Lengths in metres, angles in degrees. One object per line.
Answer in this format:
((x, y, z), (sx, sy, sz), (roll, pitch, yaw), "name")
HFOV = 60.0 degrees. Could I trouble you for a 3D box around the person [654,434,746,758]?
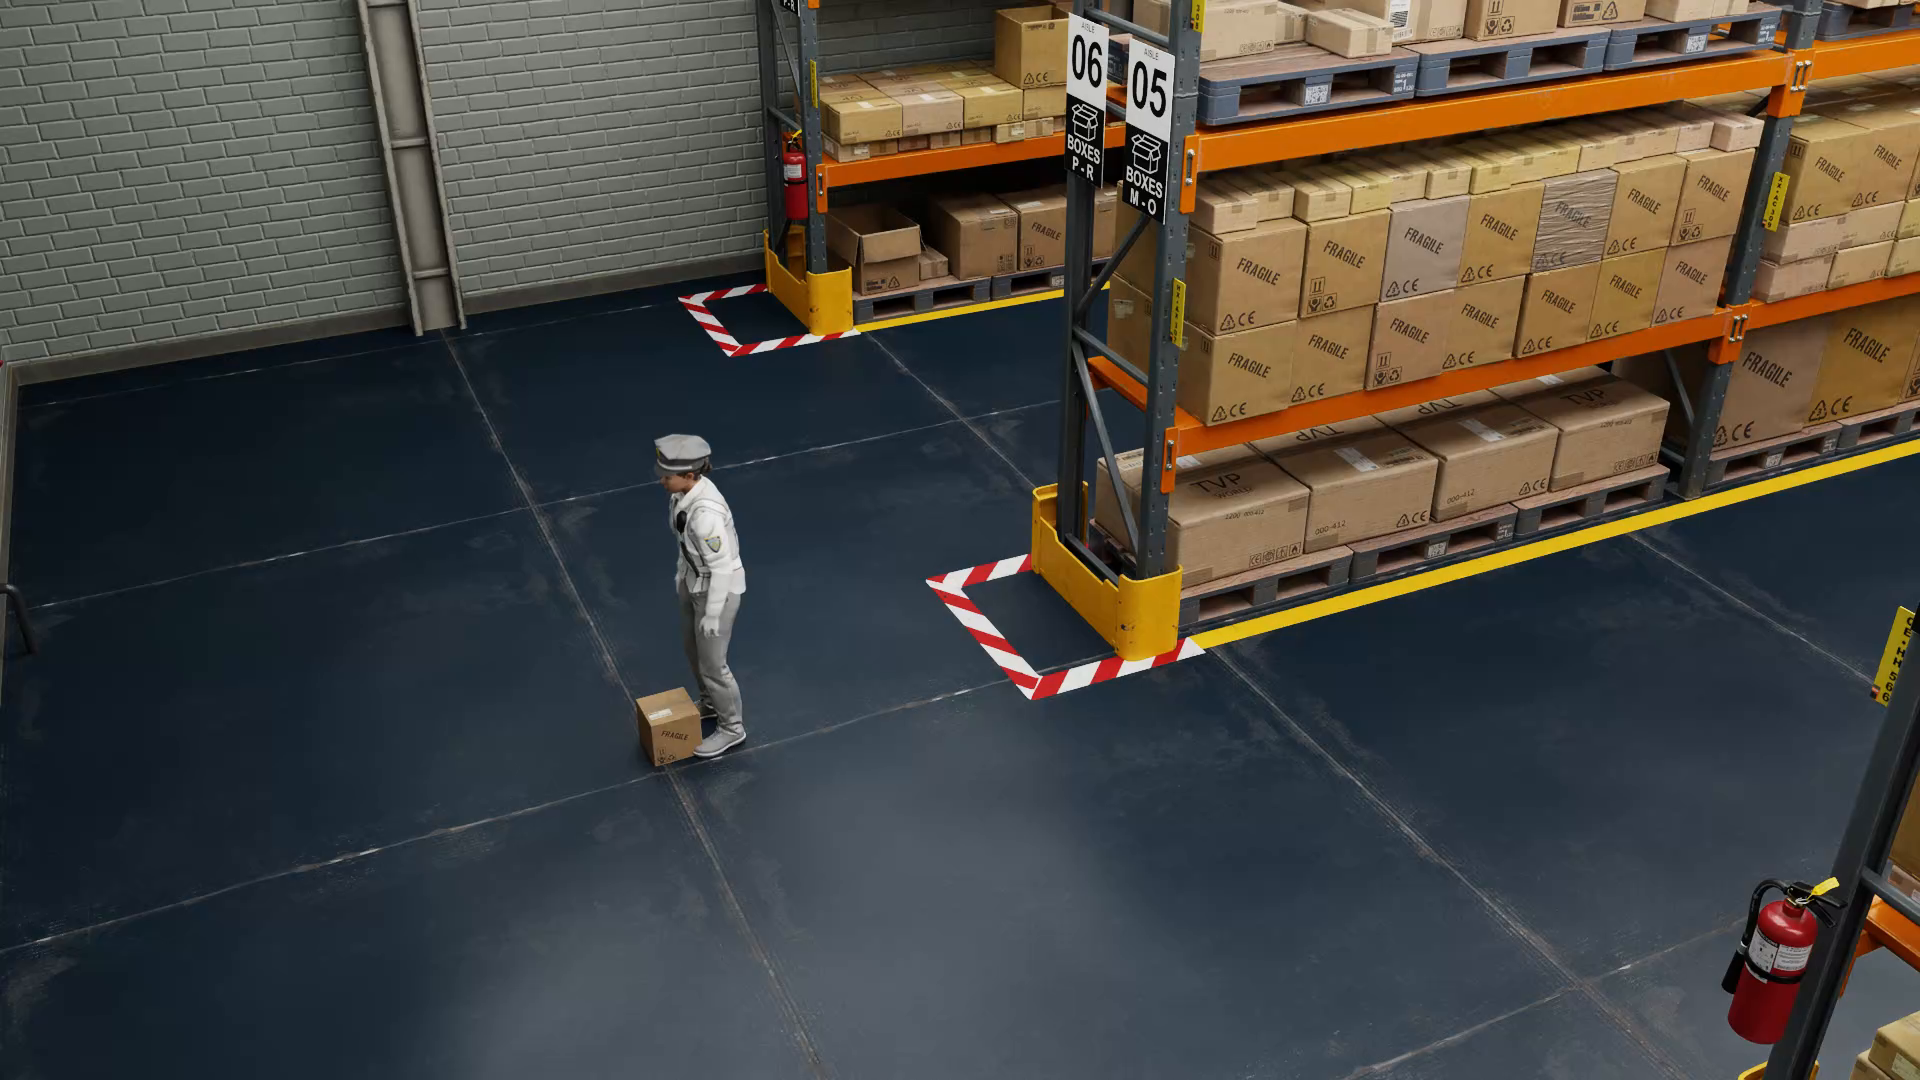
((-1.229, 0.254, 7.993), (0.371, 1.663, 0.530), (-13, 32, -22), "person")
